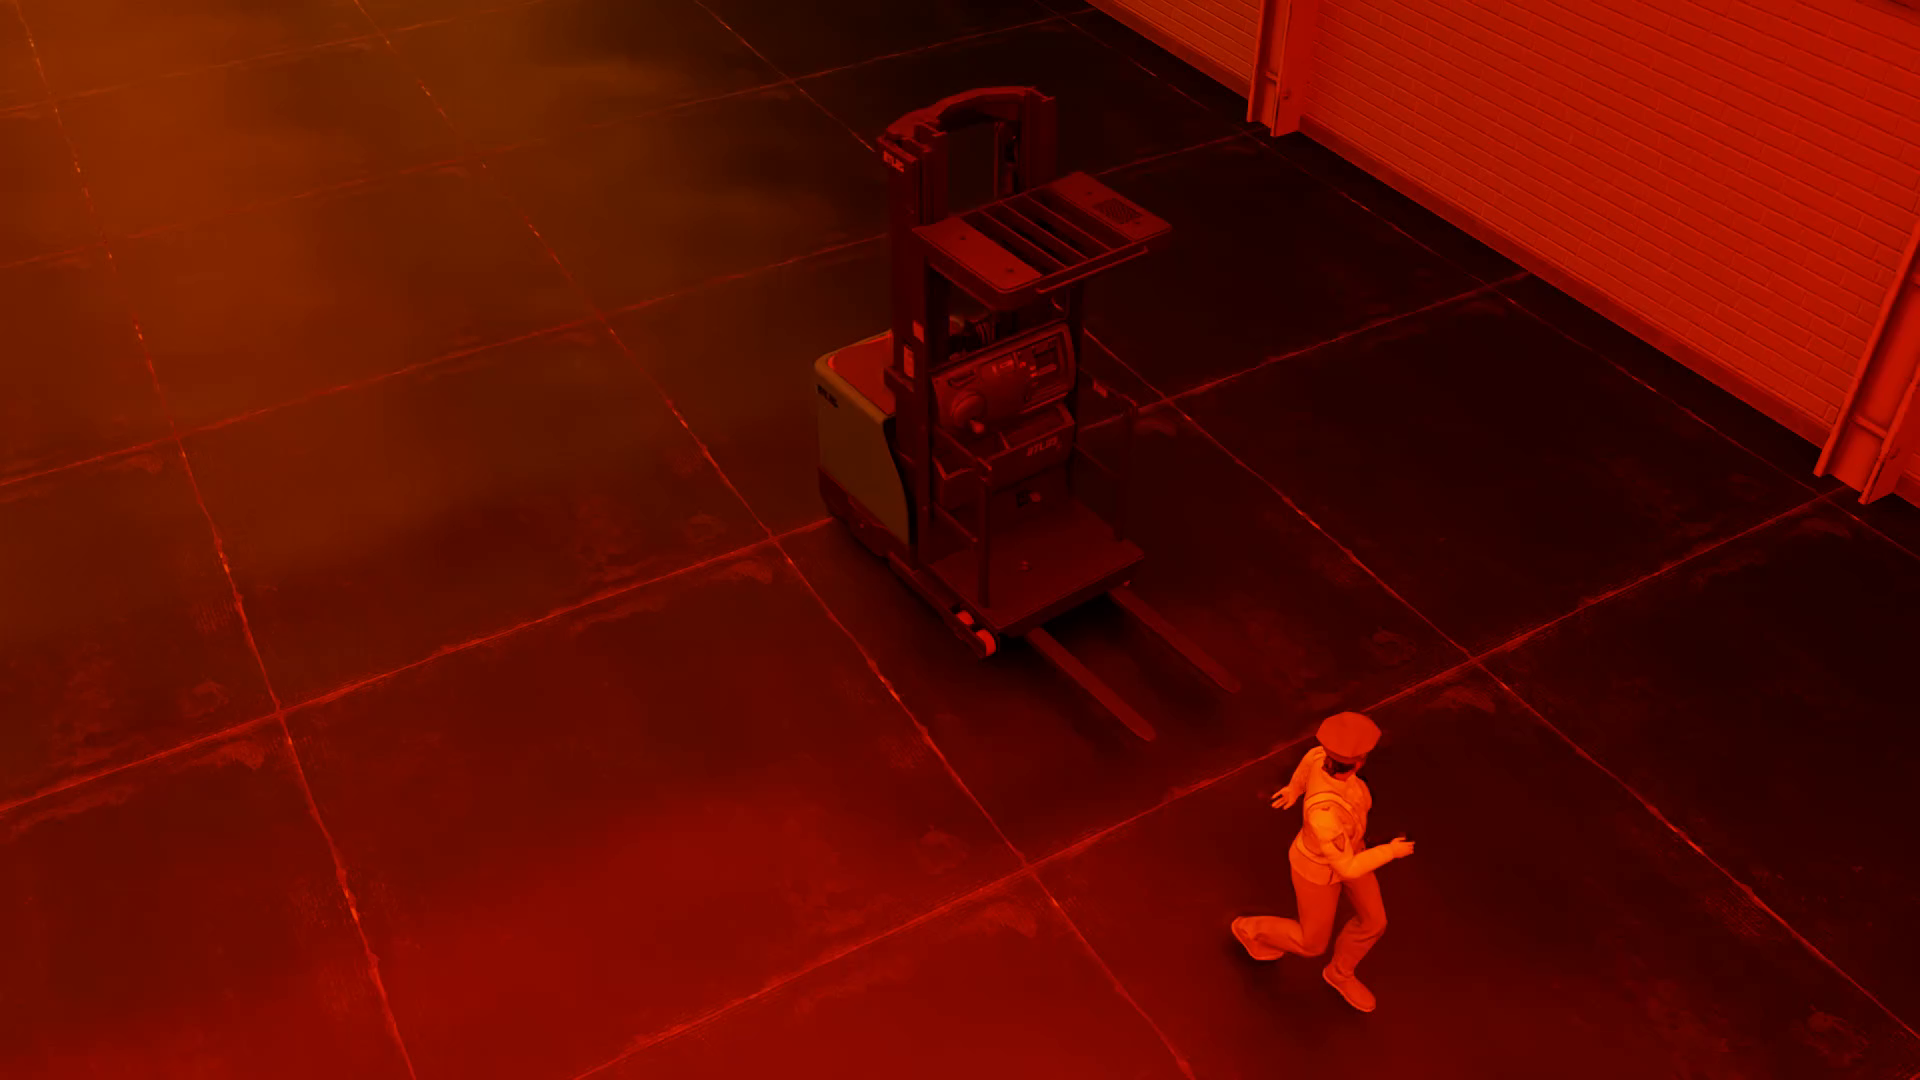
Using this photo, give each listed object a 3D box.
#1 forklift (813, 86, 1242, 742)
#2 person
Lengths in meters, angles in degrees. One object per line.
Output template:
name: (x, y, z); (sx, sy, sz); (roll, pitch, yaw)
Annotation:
forklift: (0.373, -0.807, 9.009); (1.130, 2.935, 3.031); (-25, 46, -27)
person: (1.642, 1.406, 7.416); (0.768, 1.589, 0.541); (26, 46, 28)
